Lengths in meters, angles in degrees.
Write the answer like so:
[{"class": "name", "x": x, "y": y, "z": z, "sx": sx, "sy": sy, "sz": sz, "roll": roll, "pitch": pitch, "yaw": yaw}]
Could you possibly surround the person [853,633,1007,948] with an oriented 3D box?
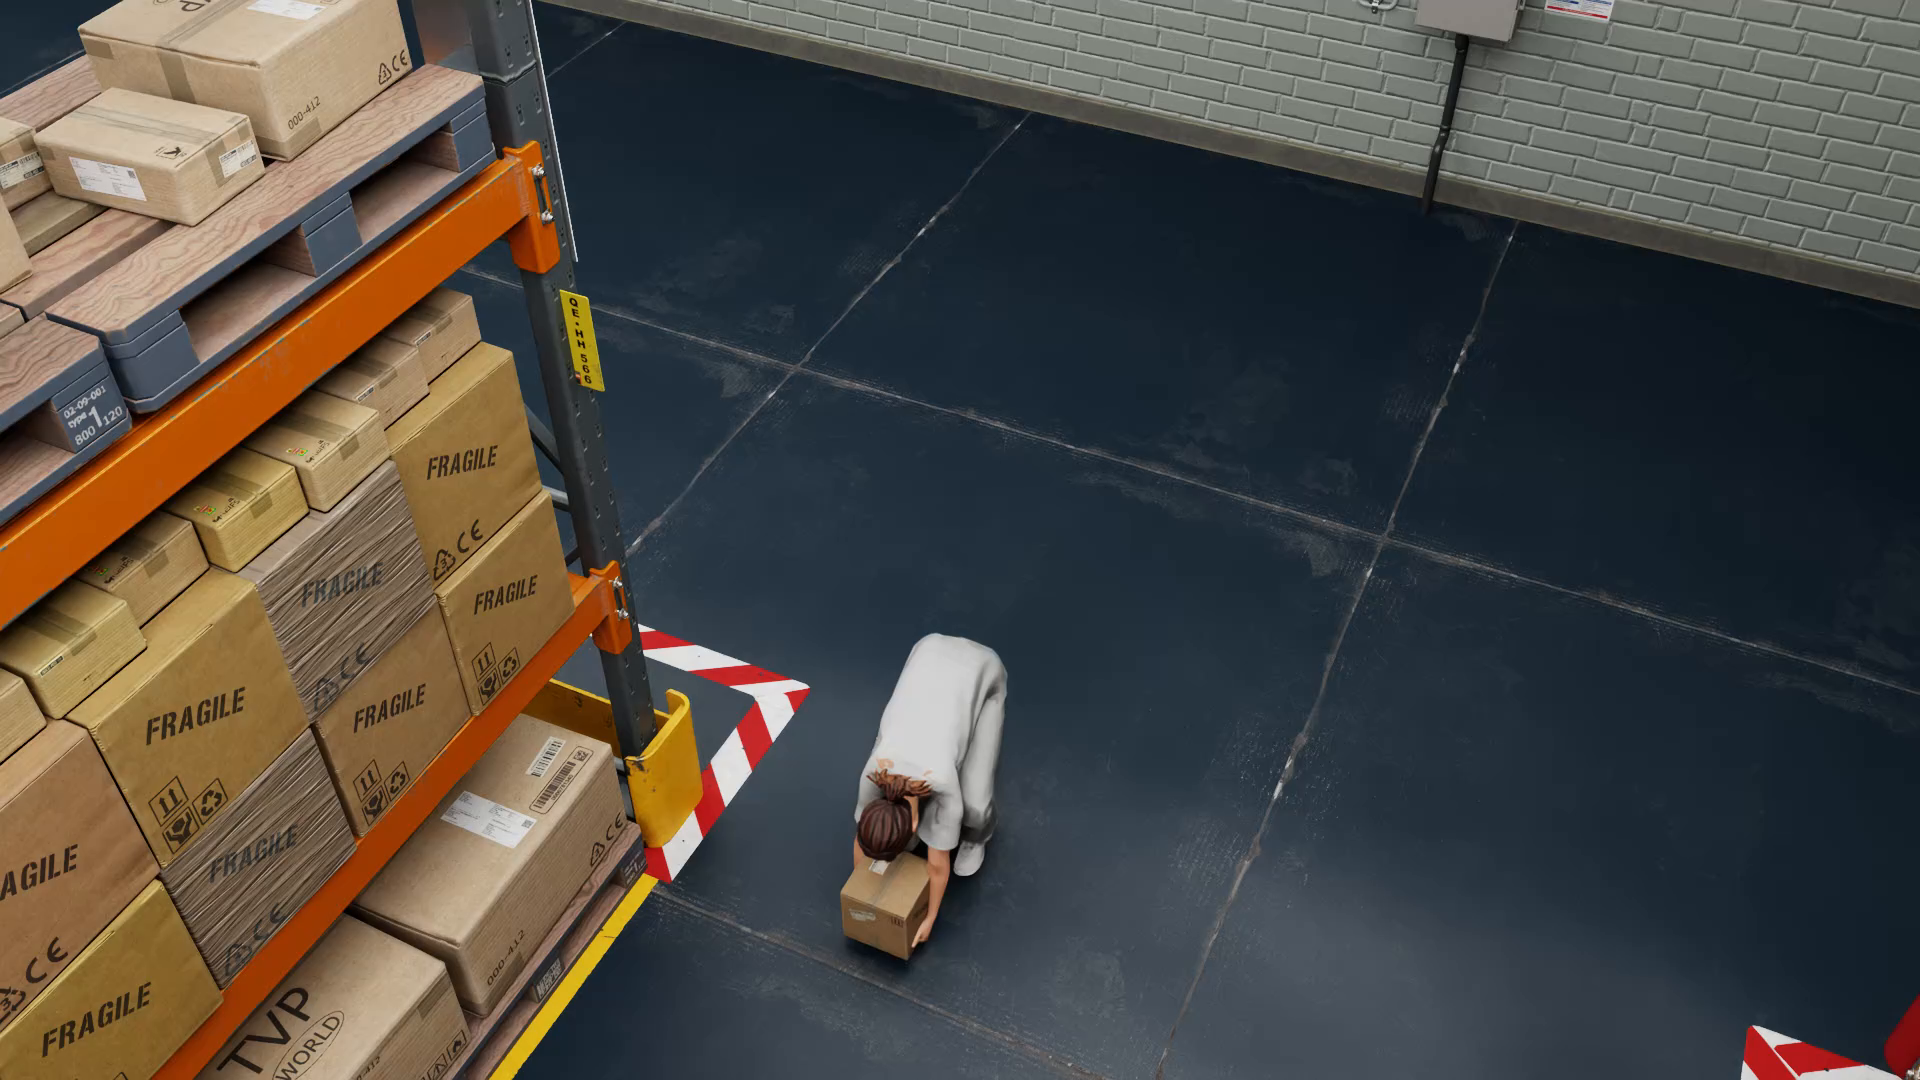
[{"class": "person", "x": -0.116, "y": 0.887, "z": 5.789, "sx": 0.468, "sy": 0.857, "sz": 0.847, "roll": 15, "pitch": 44, "yaw": 16}]
